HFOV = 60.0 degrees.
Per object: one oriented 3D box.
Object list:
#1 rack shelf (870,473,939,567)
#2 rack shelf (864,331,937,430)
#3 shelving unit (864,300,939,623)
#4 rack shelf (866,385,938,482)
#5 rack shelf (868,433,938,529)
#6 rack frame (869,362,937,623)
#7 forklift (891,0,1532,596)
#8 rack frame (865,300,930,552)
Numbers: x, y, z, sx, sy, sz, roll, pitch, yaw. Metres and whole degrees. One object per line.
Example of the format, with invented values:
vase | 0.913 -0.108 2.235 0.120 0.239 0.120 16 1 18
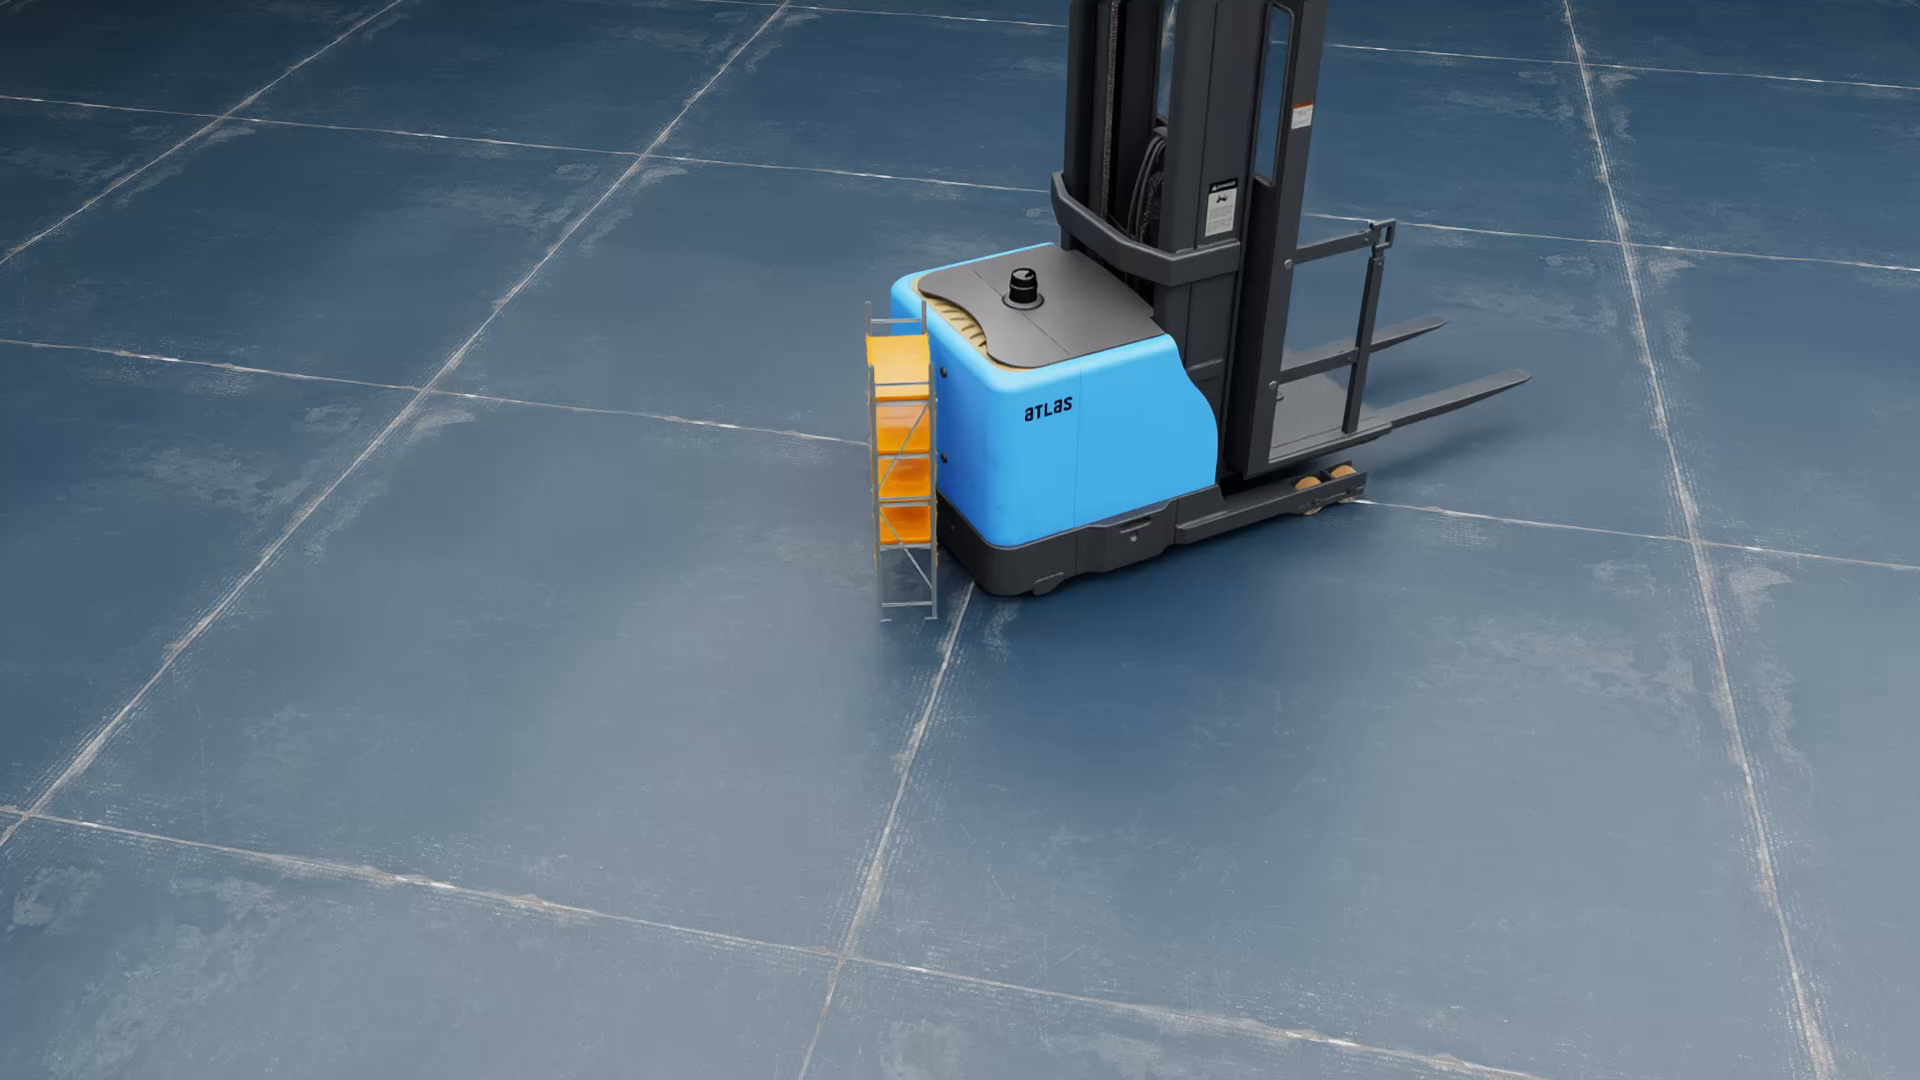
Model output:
rack shelf | -0.232 -0.086 6.799 0.258 0.148 0.480 -3 36 -3
rack shelf | -0.232 -0.619 6.413 0.258 0.148 0.480 -3 36 -3
shelving unit | -0.232 -0.301 6.643 0.258 1.200 0.503 -3 36 -3
rack shelf | -0.232 -0.428 6.551 0.258 0.148 0.480 -3 36 -3
rack shelf | -0.232 -0.247 6.683 0.258 0.148 0.480 -3 36 -3
rack frame | -0.214 -0.158 6.446 0.240 1.200 0.015 -3 36 -3
forklift | 1.245 -1.559 6.903 3.031 2.935 1.130 -17 39 -22
rack frame | -0.250 -0.444 6.840 0.240 1.200 0.015 -3 36 -3
